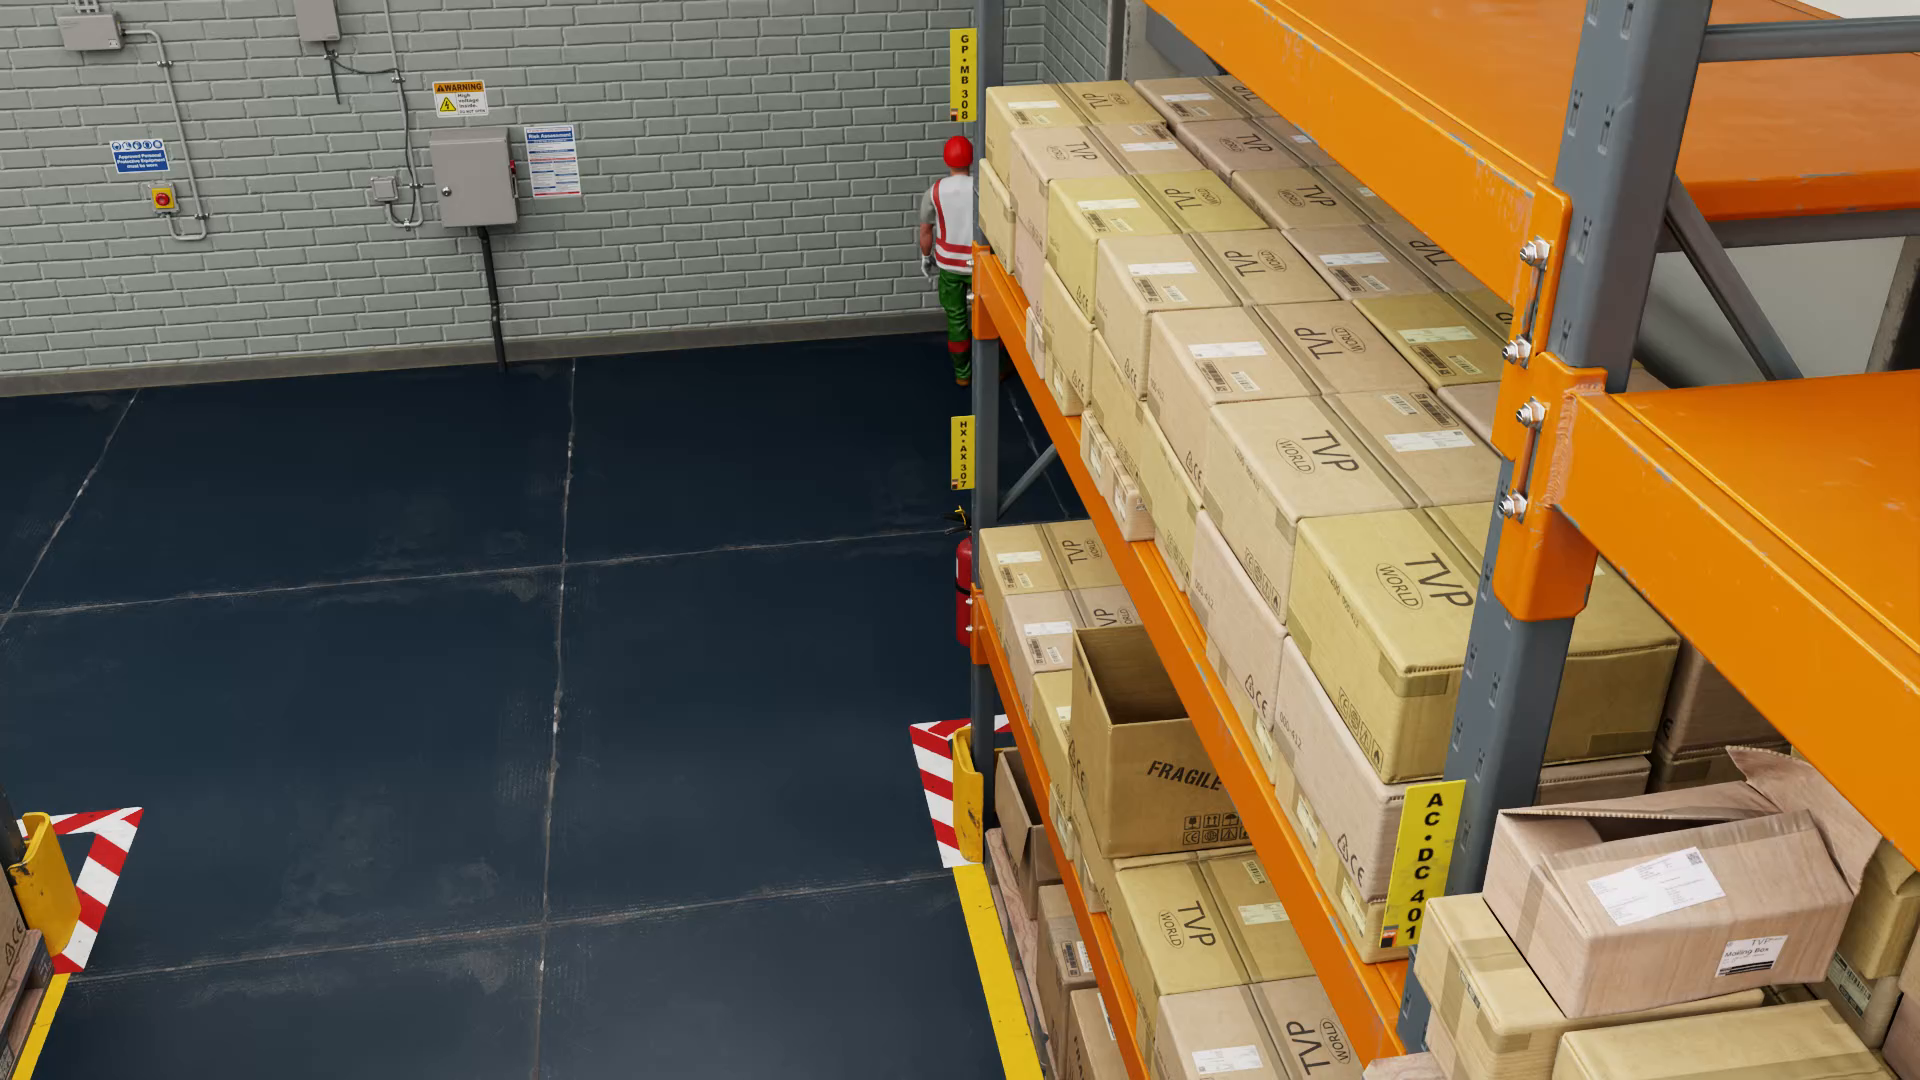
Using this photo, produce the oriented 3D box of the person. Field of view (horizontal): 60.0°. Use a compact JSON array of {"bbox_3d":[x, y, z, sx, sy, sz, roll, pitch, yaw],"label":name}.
[{"bbox_3d":[0.057,-1.918,11.363,0.633,1.789,0.557,5,31,9],"label":"person"}]
